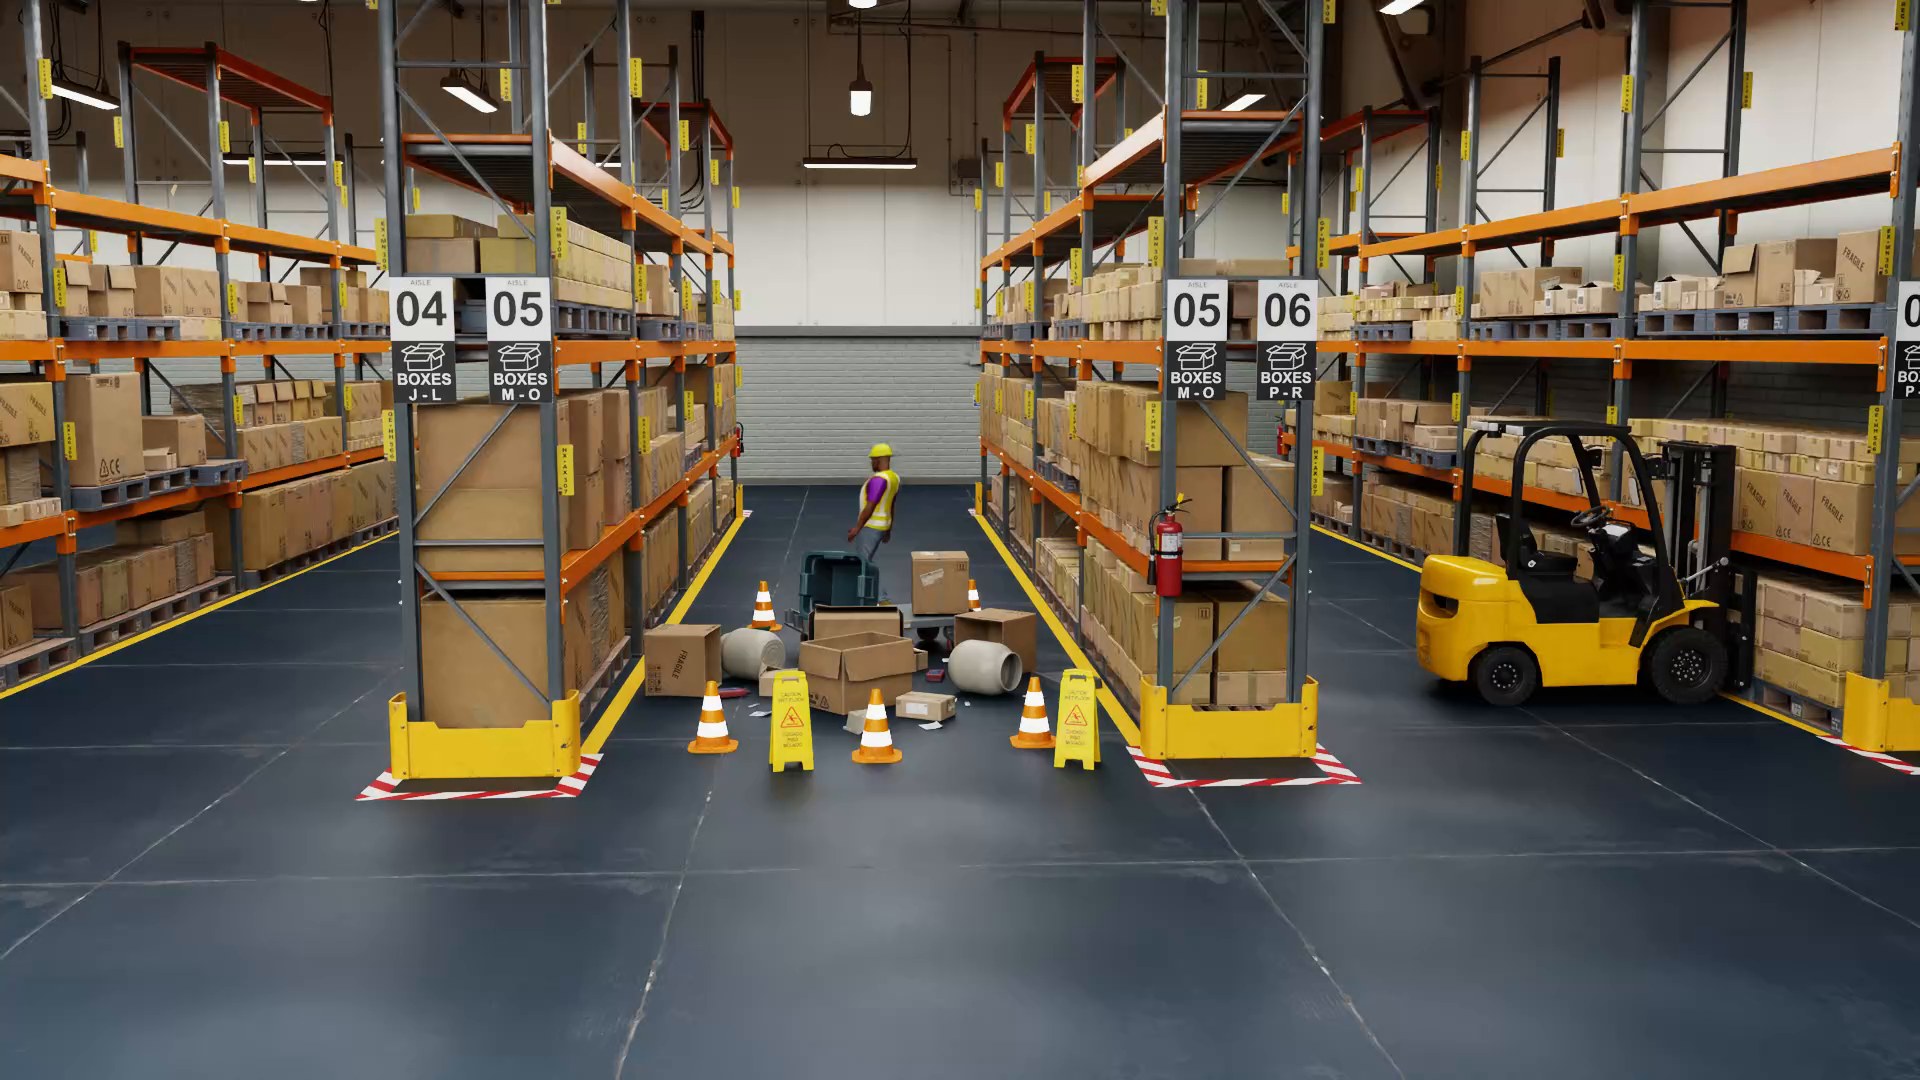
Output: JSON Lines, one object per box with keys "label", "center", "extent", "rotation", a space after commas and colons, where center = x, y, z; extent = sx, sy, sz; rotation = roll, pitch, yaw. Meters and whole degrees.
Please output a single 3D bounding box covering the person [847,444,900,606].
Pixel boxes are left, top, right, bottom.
{"label": "person", "center": [-0.955, -0.123, 17.248], "extent": [0.602, 1.757, 0.665], "rotation": [1, 7, 11]}
